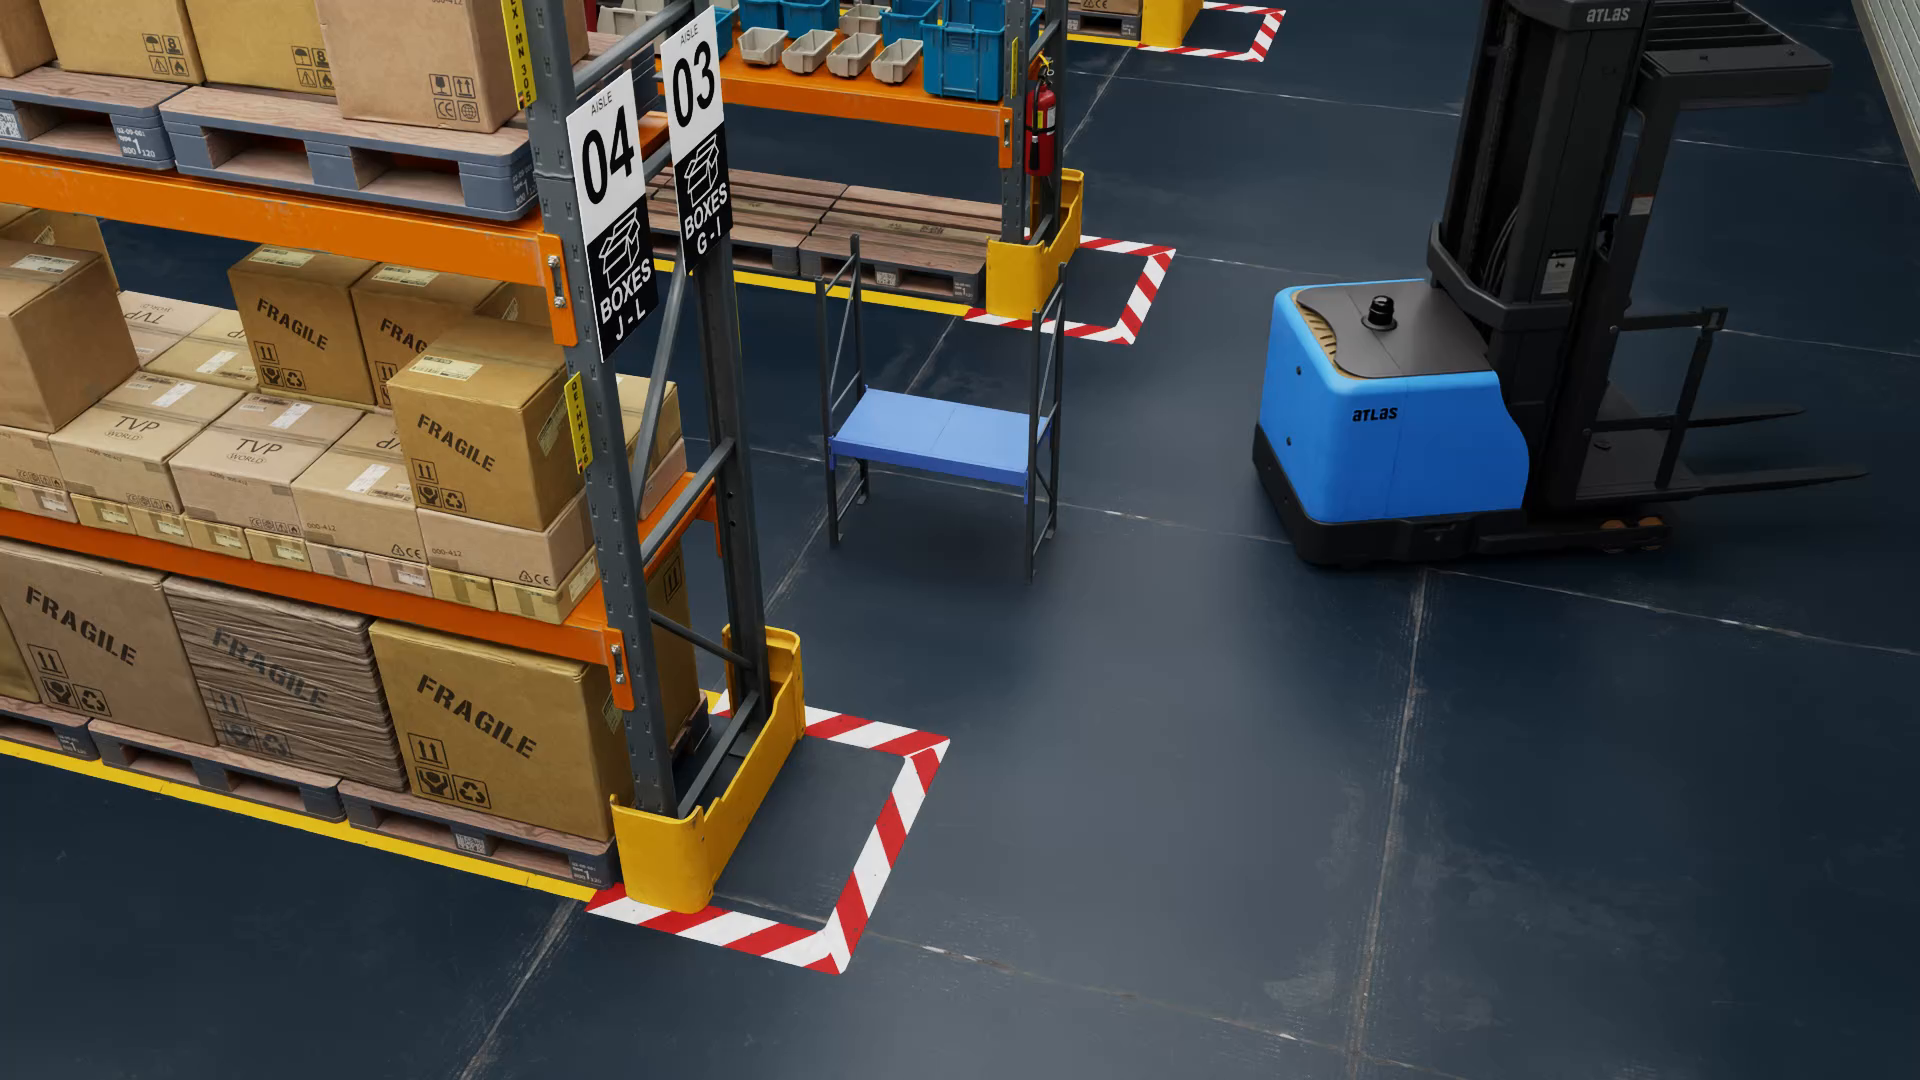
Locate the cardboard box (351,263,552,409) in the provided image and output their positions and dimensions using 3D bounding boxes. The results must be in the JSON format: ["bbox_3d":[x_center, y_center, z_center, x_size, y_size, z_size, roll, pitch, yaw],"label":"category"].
[{"bbox_3d":[-1.875,-0.797,6.231,0.500,0.500,0.500,10,37,13],"label":"cardboard box"}]

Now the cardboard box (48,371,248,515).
[{"bbox_3d":[-3.030,-0.374,6.289,0.500,0.250,0.500,11,38,14],"label":"cardboard box"}]

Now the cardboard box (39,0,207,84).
[{"bbox_3d":[-2.542,-1.861,5.379,0.500,0.500,0.700,8,37,11],"label":"cardboard box"}]

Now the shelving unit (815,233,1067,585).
[{"bbox_3d":[-0.081,-0.619,8.011,1.048,1.500,0.538,10,38,14],"label":"shelving unit"}]

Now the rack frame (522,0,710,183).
[{"bbox_3d":[-1.020,-2.526,4.276,0.127,3.000,1.000,10,38,14],"label":"rack frame"}]

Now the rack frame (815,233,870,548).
[{"bbox_3d":[-0.567,-0.709,8.133,0.032,1.500,0.500,10,38,14],"label":"rack frame"}]

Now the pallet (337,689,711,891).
[{"bbox_3d":[-1.807,0.916,7.012,1.213,0.211,1.003,10,38,14],"label":"pallet"}]

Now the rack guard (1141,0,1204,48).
[{"bbox_3d":[1.865,-4.721,14.428,0.348,0.500,1.175,10,38,14],"label":"rack guard"}]

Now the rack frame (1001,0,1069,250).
[{"bbox_3d":[0.457,-2.912,9.861,0.127,3.000,1.000,10,38,14],"label":"rack frame"}]

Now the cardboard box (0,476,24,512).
[{"bbox_3d":[-3.657,-0.292,6.513,0.250,0.149,0.380,10,38,13],"label":"cardboard box"}]

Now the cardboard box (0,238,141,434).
[{"bbox_3d":[-3.492,-0.768,6.191,0.500,0.500,0.500,9,37,12],"label":"cardboard box"}]

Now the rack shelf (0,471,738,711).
[{"bbox_3d":[-2.929,-0.174,6.747,4.000,0.370,1.077,10,38,14],"label":"rack shelf"}]

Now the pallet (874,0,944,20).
[{"bbox_3d":[-0.057,-4.962,14.998,1.213,0.211,1.003,10,38,14],"label":"pallet"}]

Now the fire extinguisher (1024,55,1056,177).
[{"bbox_3d":[0.465,-2.447,9.609,0.183,0.674,0.296,10,38,14],"label":"fire extinguisher"}]

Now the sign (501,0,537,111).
[{"bbox_3d":[-1.195,-1.338,4.512,0.005,0.325,0.100,10,38,14],"label":"sign"}]

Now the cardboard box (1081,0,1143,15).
[{"bbox_3d":[1.345,-4.841,14.220,0.500,0.500,0.500,10,38,14],"label":"cardboard box"}]

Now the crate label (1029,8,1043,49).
[{"bbox_3d":[0.319,-3.099,10.206,0.303,0.233,0.416,10,38,14],"label":"crate label"}]

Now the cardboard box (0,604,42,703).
[{"bbox_3d":[-4.232,0.032,7.300,0.875,0.875,0.875,10,38,14],"label":"cardboard box"}]

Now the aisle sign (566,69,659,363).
[{"bbox_3d":[-1.041,-0.974,5.035,0.004,0.787,0.394,10,38,14],"label":"aisle sign"}]

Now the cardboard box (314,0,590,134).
[{"bbox_3d":[-1.533,-1.629,5.065,0.500,0.500,0.700,8,37,11],"label":"cardboard box"}]

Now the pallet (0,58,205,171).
[{"bbox_3d":[-2.900,-1.622,5.653,1.213,0.211,1.003,10,38,14],"label":"pallet"}]

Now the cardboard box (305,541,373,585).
[{"bbox_3d":[-2.185,-0.020,6.144,0.250,0.149,0.380,11,38,15],"label":"cardboard box"}]

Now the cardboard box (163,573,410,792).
[{"bbox_3d":[-2.524,0.348,6.870,0.875,0.875,0.875,10,38,14],"label":"cardboard box"}]

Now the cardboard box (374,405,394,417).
[{"bbox_3d":[-1.896,-0.495,6.453,0.500,0.250,0.500,10,38,13],"label":"cardboard box"}]

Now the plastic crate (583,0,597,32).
[{"bbox_3d":[-2.584,-3.370,10.378,0.583,0.464,0.402,10,38,14],"label":"plastic crate"}]

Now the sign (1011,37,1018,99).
[{"bbox_3d":[0.308,-2.664,9.386,0.005,0.325,0.100,10,38,14],"label":"sign"}]

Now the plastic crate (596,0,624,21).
[{"bbox_3d":[-2.213,-3.487,10.823,0.590,0.125,0.437,10,38,14],"label":"plastic crate"}]

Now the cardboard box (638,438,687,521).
[{"bbox_3d":[-1.261,-0.258,6.467,0.250,0.149,0.380,11,38,14],"label":"cardboard box"}]

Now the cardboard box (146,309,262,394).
[{"bbox_3d":[-2.874,-0.675,6.697,0.500,0.250,0.500,10,37,13],"label":"cardboard box"}]

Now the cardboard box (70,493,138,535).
[{"bbox_3d":[-3.167,-0.201,6.389,0.250,0.149,0.380,9,37,13],"label":"cardboard box"}]

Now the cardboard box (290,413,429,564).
[{"bbox_3d":[-2.046,-0.195,6.045,0.500,0.250,0.500,10,37,13],"label":"cardboard box"}]

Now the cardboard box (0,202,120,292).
[{"bbox_3d":[-3.843,-1.157,6.720,0.500,0.500,0.500,11,38,14],"label":"cardboard box"}]

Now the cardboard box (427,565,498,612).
[{"bbox_3d":[-1.707,0.070,6.022,0.250,0.149,0.380,11,38,14],"label":"cardboard box"}]

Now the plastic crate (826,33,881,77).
[{"bbox_3d":[-0.648,-2.931,10.059,0.243,0.136,0.396,10,38,14],"label":"plastic crate"}]

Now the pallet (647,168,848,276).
[{"bbox_3d":[-1.480,-2.174,11.210,1.213,0.211,1.003,10,38,14],"label":"pallet"}]

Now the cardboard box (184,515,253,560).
[{"bbox_3d":[-2.681,-0.111,6.267,0.250,0.149,0.380,11,38,14],"label":"cardboard box"}]

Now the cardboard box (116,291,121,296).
[{"bbox_3d":[-3.844,-0.857,6.944,0.500,0.250,0.500,12,38,15],"label":"cardboard box"}]

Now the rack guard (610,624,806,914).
[{"bbox_3d":[-0.997,0.901,6.789,0.348,0.500,1.175,10,38,14],"label":"rack guard"}]

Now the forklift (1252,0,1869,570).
[{"bbox_3d":[3.121,-1.421,7.893,3.031,2.935,1.130,-5,37,-6],"label":"forklift"}]

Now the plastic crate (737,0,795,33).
[{"bbox_3d":[-1.224,-3.385,10.594,0.300,0.233,0.416,10,38,14],"label":"plastic crate"}]

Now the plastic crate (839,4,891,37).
[{"bbox_3d":[-0.610,-3.284,10.538,0.298,0.136,0.250,10,38,14],"label":"plastic crate"}]

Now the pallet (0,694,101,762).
[{"bbox_3d":[-4.136,0.485,7.598,1.213,0.211,1.003,10,38,14],"label":"pallet"}]

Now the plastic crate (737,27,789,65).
[{"bbox_3d":[-1.209,-3.009,10.164,0.250,0.136,0.298,10,38,14],"label":"plastic crate"}]
